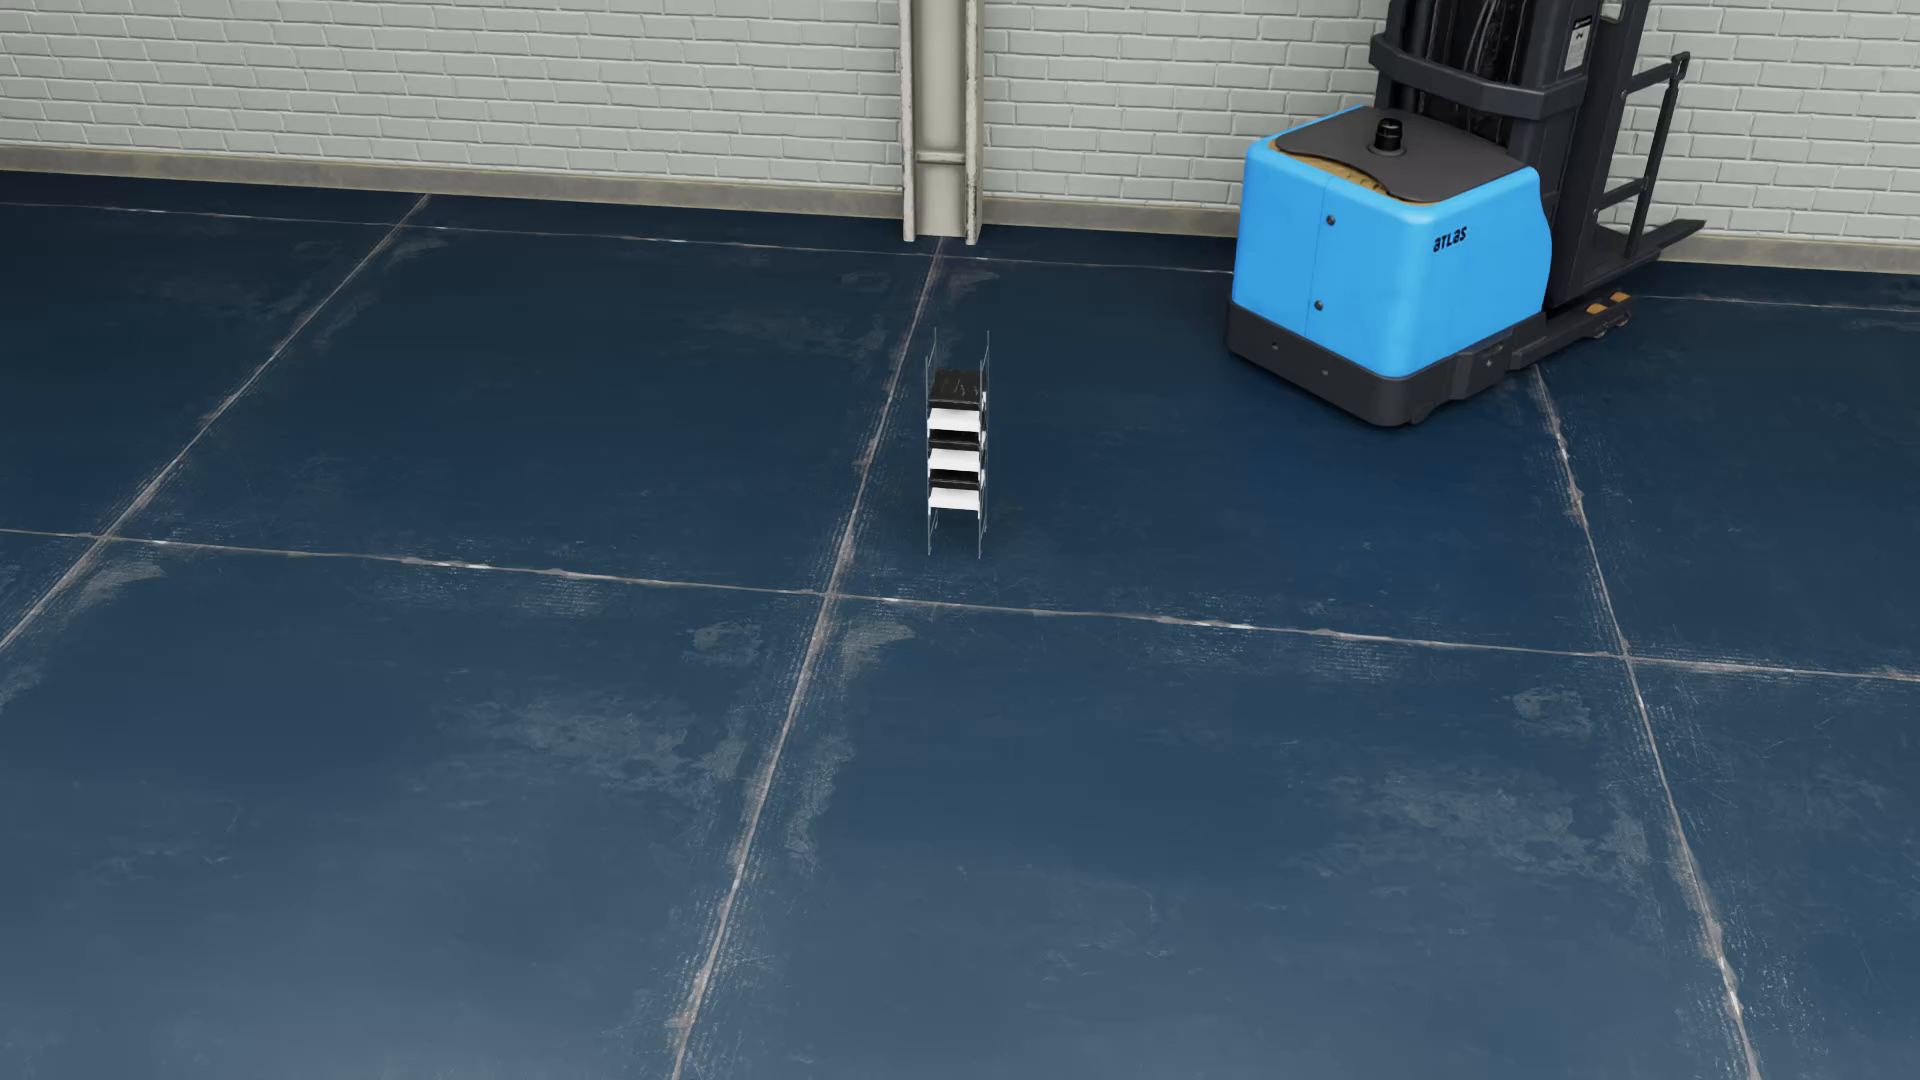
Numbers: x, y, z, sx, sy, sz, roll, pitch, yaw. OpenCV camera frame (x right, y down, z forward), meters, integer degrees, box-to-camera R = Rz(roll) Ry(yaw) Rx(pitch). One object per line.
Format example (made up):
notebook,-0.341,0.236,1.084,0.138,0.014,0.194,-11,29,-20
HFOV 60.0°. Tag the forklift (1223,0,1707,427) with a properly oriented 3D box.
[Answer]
forklift,2.725,-2.395,7.583,3.031,2.935,1.130,-25,42,-31

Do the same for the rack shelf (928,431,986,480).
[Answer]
rack shelf,-0.008,-0.340,6.509,0.200,0.077,0.258,4,36,6

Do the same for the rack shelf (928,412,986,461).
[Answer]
rack shelf,-0.008,-0.413,6.457,0.200,0.077,0.258,4,36,6

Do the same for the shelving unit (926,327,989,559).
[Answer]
shelving unit,-0.008,-0.367,6.489,0.210,0.900,0.258,4,36,6

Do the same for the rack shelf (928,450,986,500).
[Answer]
rack shelf,-0.008,-0.267,6.561,0.200,0.077,0.258,4,36,6

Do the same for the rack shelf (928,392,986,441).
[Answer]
rack shelf,-0.008,-0.486,6.404,0.200,0.077,0.258,4,36,6

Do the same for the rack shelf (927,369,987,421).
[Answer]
rack shelf,-0.008,-0.560,6.352,0.200,0.077,0.258,4,36,6

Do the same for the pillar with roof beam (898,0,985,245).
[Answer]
pillar with roof beam,-0.639,-2.880,3.039,0.400,9.000,9.100,4,36,6

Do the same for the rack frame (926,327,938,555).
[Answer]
rack frame,-0.109,-0.374,6.500,0.006,0.900,0.240,4,36,6

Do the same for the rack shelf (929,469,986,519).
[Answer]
rack shelf,-0.008,-0.193,6.613,0.200,0.077,0.258,4,36,6

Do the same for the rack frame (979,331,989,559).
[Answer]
rack frame,0.093,-0.359,6.479,0.006,0.900,0.240,4,36,6
